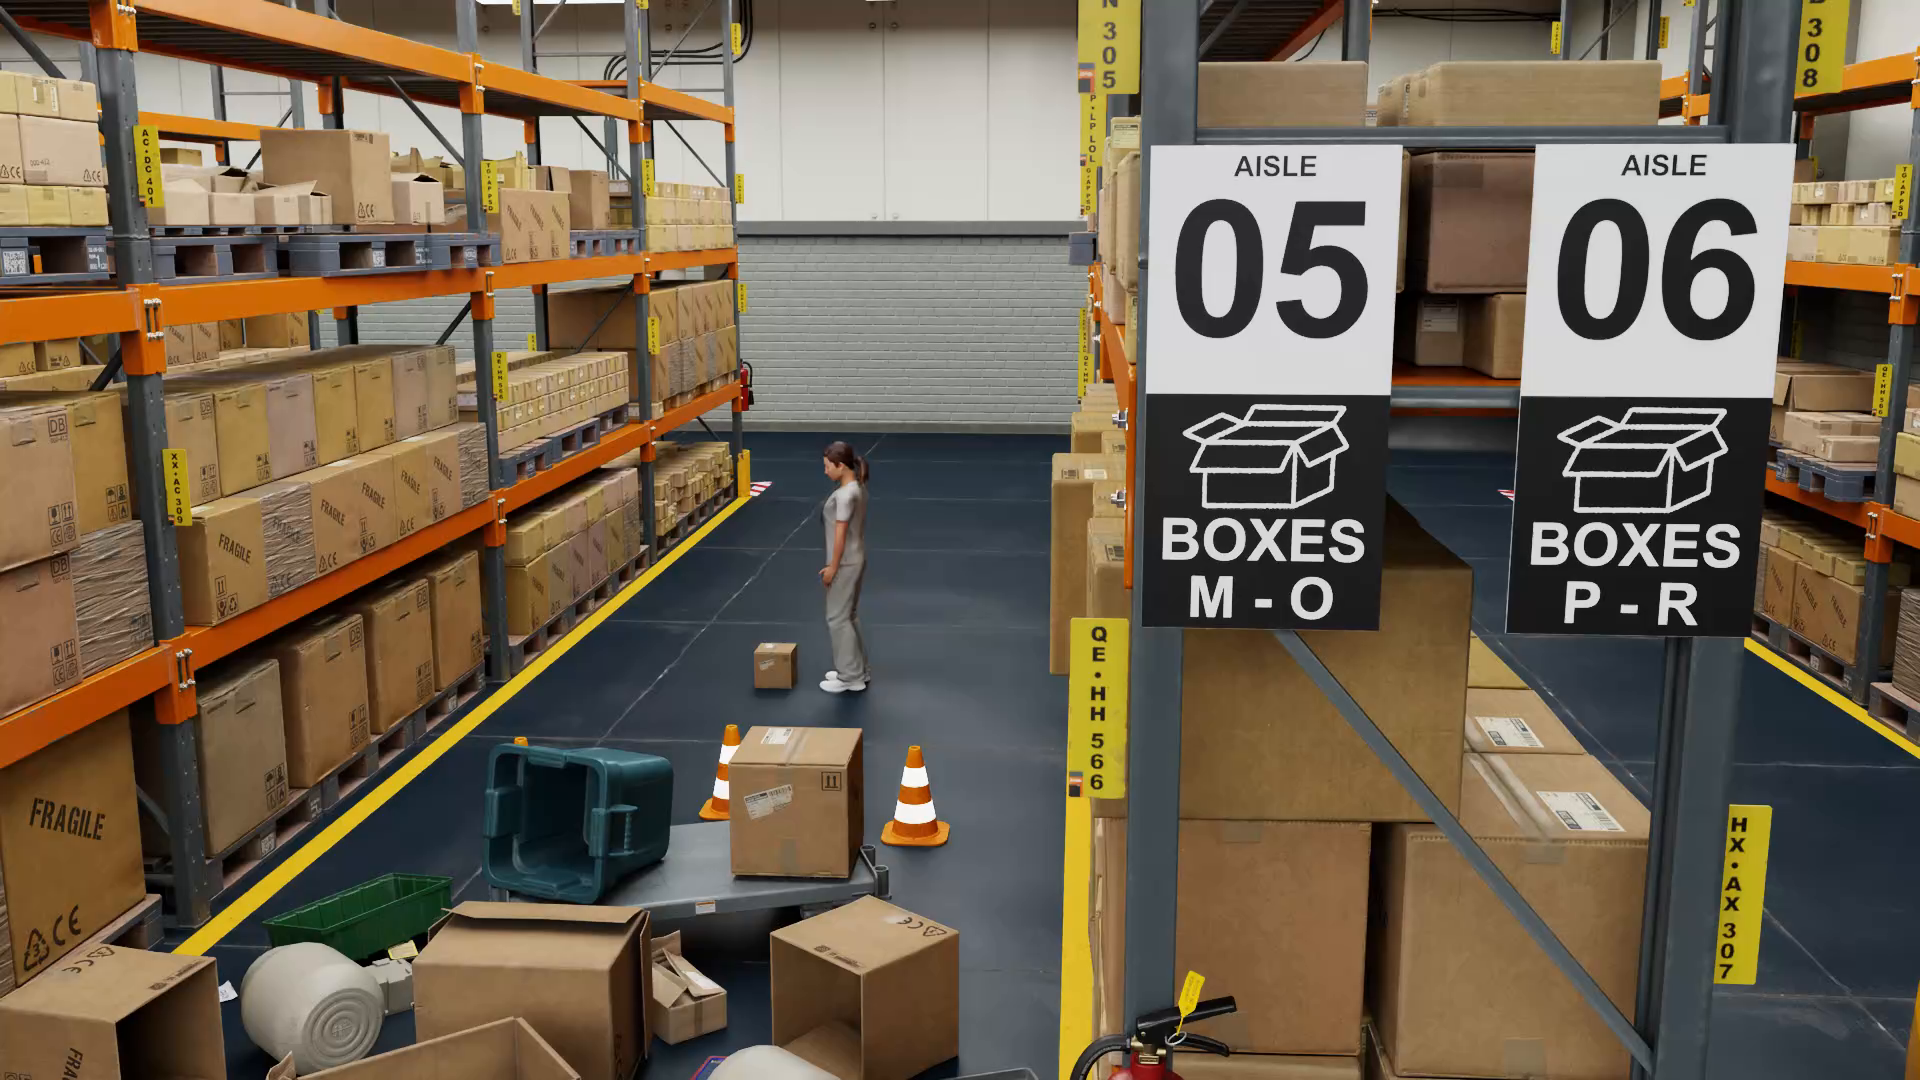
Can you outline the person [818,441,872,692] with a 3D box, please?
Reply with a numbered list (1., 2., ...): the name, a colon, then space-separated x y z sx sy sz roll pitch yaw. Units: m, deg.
1. person: -0.765 0.202 11.073 0.333 1.607 0.444 1 11 5
